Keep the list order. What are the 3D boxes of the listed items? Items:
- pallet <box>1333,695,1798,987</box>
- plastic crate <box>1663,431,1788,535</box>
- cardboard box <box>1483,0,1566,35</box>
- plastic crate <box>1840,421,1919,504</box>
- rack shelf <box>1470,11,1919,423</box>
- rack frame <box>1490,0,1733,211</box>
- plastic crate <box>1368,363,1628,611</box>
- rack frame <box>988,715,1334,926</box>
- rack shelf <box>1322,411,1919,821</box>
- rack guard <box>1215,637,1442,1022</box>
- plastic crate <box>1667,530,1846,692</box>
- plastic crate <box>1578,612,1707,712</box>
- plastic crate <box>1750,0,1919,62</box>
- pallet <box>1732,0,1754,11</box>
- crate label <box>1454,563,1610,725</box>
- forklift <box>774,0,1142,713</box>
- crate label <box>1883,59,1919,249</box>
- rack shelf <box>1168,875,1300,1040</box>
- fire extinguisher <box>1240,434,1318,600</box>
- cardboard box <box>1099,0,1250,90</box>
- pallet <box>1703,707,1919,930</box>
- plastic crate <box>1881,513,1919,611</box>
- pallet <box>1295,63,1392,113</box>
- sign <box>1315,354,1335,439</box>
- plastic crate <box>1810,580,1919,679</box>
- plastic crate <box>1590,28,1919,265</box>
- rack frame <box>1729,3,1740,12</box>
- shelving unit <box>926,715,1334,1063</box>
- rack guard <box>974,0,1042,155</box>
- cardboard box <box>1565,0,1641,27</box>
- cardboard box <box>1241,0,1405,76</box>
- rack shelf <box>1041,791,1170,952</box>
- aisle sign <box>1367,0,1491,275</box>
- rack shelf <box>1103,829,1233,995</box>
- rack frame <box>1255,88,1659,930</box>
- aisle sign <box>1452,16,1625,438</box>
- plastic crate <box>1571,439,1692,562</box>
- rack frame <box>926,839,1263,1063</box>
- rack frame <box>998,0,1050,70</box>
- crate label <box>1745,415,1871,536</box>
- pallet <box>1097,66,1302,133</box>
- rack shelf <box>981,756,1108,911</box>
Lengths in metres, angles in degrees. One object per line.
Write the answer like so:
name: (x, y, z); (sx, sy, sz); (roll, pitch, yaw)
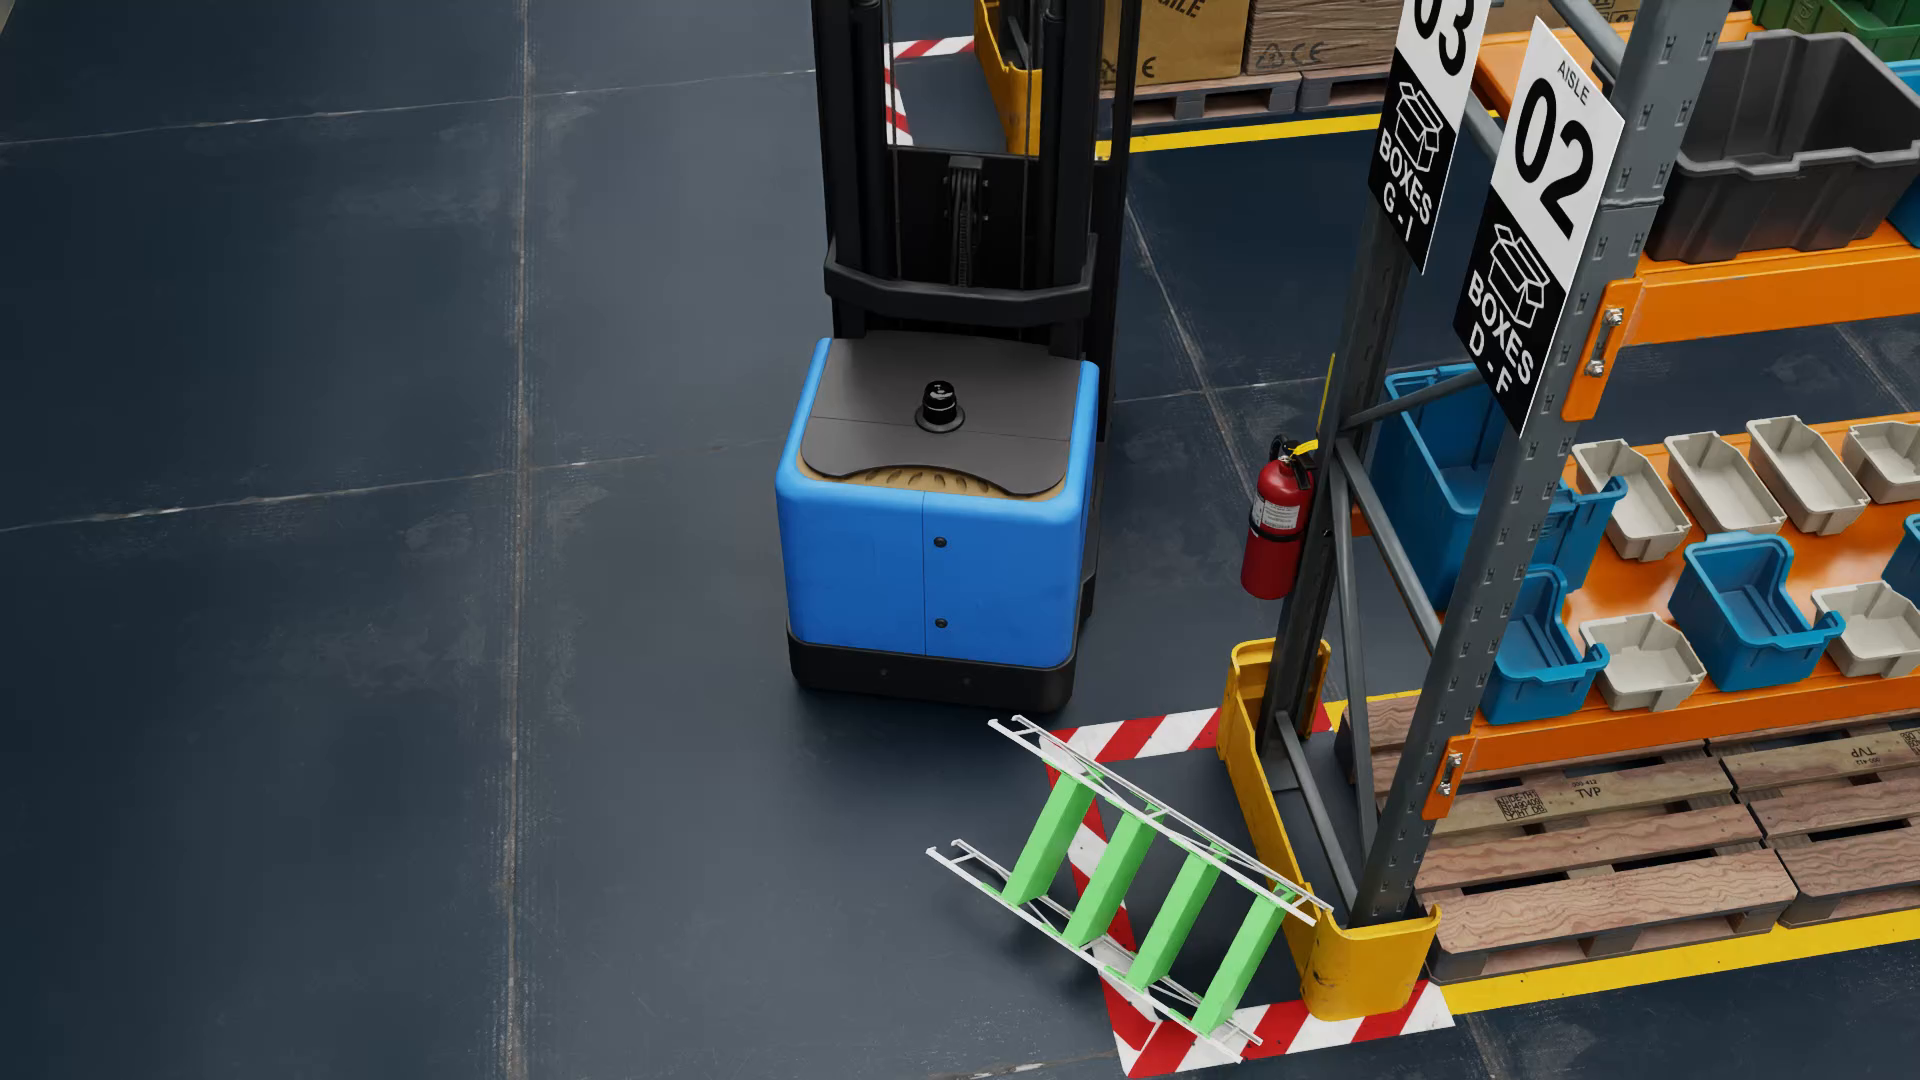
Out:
pallet: (2.026, 0.941, 5.697); (1.213, 0.211, 1.003); (-7, 46, -7)
plastic crate: (2.268, -0.136, 4.940); (0.243, 0.136, 0.396); (-7, 46, -7)
cardboard box: (2.753, -3.233, 8.965); (0.875, 0.875, 0.875); (-7, 46, -7)
plastic crate: (2.827, -0.237, 5.037); (0.250, 0.136, 0.298); (-7, 46, -7)
rack shelf: (3.178, -0.990, 4.037); (4.000, 0.370, 1.077); (-7, 46, -7)
rack frame: (1.207, -2.035, 2.461); (0.127, 3.000, 1.000); (-7, 46, -7)
plastic crate: (1.505, -0.160, 4.755); (0.499, 0.435, 0.616); (-7, 46, -7)
rack frame: (0.623, 0.867, 5.267); (1.200, 0.015, 0.240); (30, 12, 24)
rack shelf: (3.178, 0.051, 5.118); (4.000, 0.370, 1.077); (-7, 46, -7)
rack guard: (1.186, 0.926, 5.510); (0.348, 0.500, 1.175); (-7, 46, -7)
plastic crate: (2.155, 0.207, 4.543); (0.300, 0.233, 0.416); (-7, 46, -7)
plastic crate: (1.837, 0.340, 4.481); (0.298, 0.136, 0.250); (-7, 46, -7)
plastic crate: (2.130, -1.244, 3.930); (0.336, 0.188, 0.450); (-7, 46, -7)
pallet: (5.051, -3.140, 9.628); (1.213, 0.211, 1.003); (-7, 46, -7)
crate label: (1.507, 0.287, 4.465); (0.303, 0.233, 0.416); (-7, 46, -7)
forklift: (0.087, -1.462, 6.123); (1.130, 2.935, 3.031); (6, 46, 6)
crate label: (2.171, -0.826, 3.483); (0.502, 0.251, 0.408); (-7, 46, -7)
rack shelf: (0.852, 1.273, 5.144); (0.148, 0.480, 0.258); (30, 12, 24)
fire extinguisher: (0.981, -0.101, 5.077); (0.183, 0.674, 0.296); (-7, 46, -7)
cardboard box: (0.980, -3.011, 8.752); (0.875, 0.875, 0.875); (-7, 46, -7)
pallet: (3.226, 0.793, 5.839); (1.213, 0.211, 1.003); (-7, 46, -7)
plastic crate: (2.804, 0.126, 4.620); (0.300, 0.233, 0.416); (-7, 46, -7)
pallet: (2.337, -2.801, 9.302); (1.213, 0.211, 1.003); (-7, 46, -7)
sign: (1.097, -0.398, 4.937); (0.005, 0.325, 0.100); (-7, 46, -7)
plastic crate: (2.505, 0.257, 4.561); (0.298, 0.136, 0.250); (-7, 46, -7)
plastic crate: (1.634, -0.798, 3.444); (0.590, 0.269, 0.497); (-7, 46, -7)
rack frame: (4.304, -3.959, 8.481); (0.127, 3.000, 1.000); (-7, 46, -7)
shelving unit: (0.521, 1.084, 5.312); (1.200, 0.503, 0.258); (30, 12, 24)
rack guard: (0.339, -2.597, 8.905); (0.348, 0.500, 1.175); (-7, 46, -7)
cardboard box: (3.640, -3.343, 9.072); (0.875, 0.875, 0.875); (-7, 46, -7)
cardboard box: (1.876, -3.123, 8.860); (0.875, 0.875, 0.875); (-7, 46, -7)
rack shelf: (0.470, 1.055, 5.337); (0.148, 0.480, 0.258); (30, 12, 24)
aisle sign: (1.086, -1.054, 3.877); (0.004, 0.787, 0.394); (-7, 46, -7)
rack shelf: (0.661, 1.164, 5.241); (0.148, 0.480, 0.258); (30, 12, 24)
rack frame: (1.207, 0.047, 4.622); (0.127, 3.000, 1.000); (-7, 46, -7)
aisle sign: (1.187, -0.635, 3.474); (0.004, 0.787, 0.394); (-7, 46, -7)
plastic crate: (1.980, -0.111, 4.915); (0.243, 0.136, 0.396); (-7, 46, -7)
rack frame: (0.419, 1.302, 5.356); (1.200, 0.015, 0.240); (30, 12, 24)
rack frame: (0.363, -3.468, 8.008); (0.127, 3.000, 1.000); (-7, 46, -7)
crate label: (2.538, -0.188, 4.990); (0.243, 0.136, 0.396); (-7, 46, -7)
pallet: (1.137, -2.654, 9.160); (1.213, 0.211, 1.003); (-7, 46, -7)
rack shelf: (0.280, 0.946, 5.434); (0.148, 0.480, 0.258); (30, 12, 24)
